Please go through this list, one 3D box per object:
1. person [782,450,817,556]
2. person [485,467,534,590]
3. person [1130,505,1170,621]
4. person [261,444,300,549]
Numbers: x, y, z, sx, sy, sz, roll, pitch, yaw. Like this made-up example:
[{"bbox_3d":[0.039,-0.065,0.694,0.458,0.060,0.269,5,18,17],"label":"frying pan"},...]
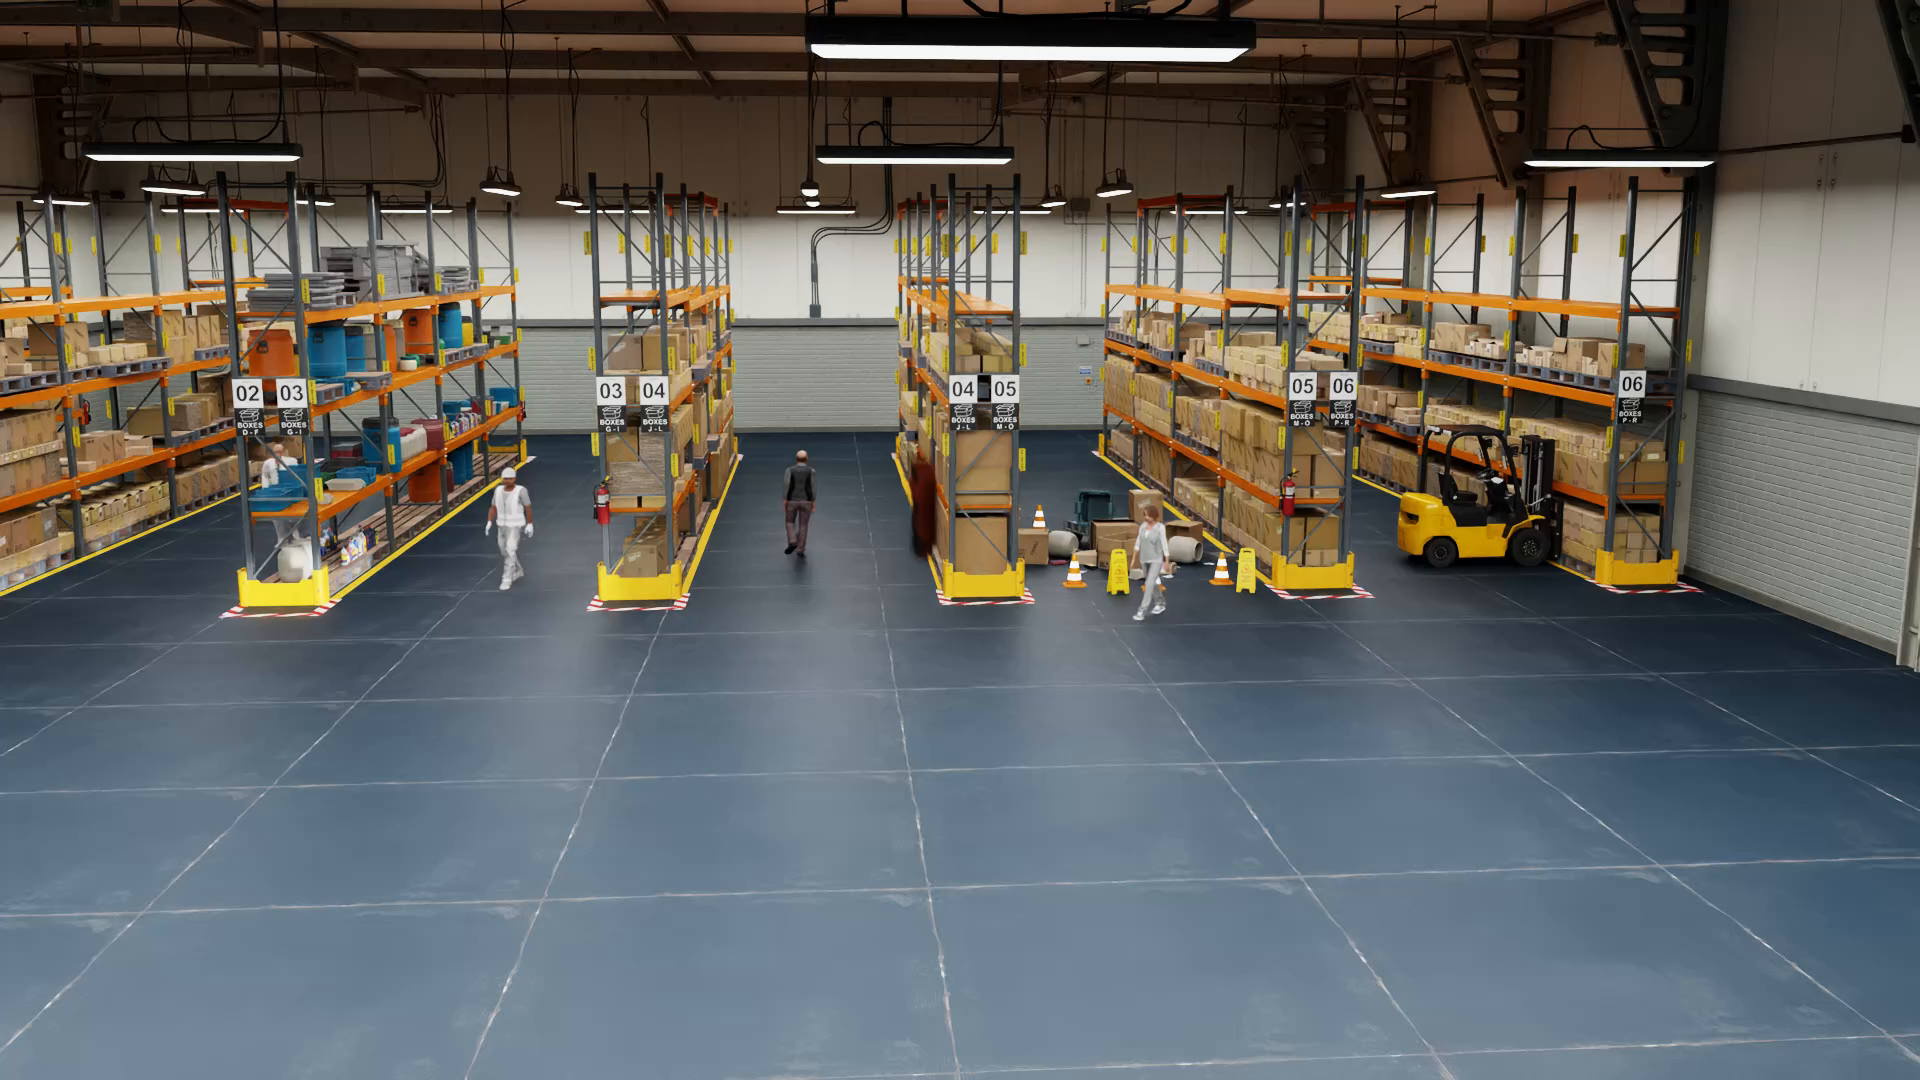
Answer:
[{"bbox_3d":[-2.607,-0.597,27.081,0.565,1.719,0.460,-1,10,-3],"label":"person"},{"bbox_3d":[-6.706,-0.185,24.783,0.623,1.808,0.723,3,11,18],"label":"person"},{"bbox_3d":[2.538,0.294,22.485,0.442,1.535,0.979,9,14,43],"label":"person"},{"bbox_3d":[-11.427,-0.771,28.092,0.669,1.757,0.723,-2,10,-10],"label":"person"}]
